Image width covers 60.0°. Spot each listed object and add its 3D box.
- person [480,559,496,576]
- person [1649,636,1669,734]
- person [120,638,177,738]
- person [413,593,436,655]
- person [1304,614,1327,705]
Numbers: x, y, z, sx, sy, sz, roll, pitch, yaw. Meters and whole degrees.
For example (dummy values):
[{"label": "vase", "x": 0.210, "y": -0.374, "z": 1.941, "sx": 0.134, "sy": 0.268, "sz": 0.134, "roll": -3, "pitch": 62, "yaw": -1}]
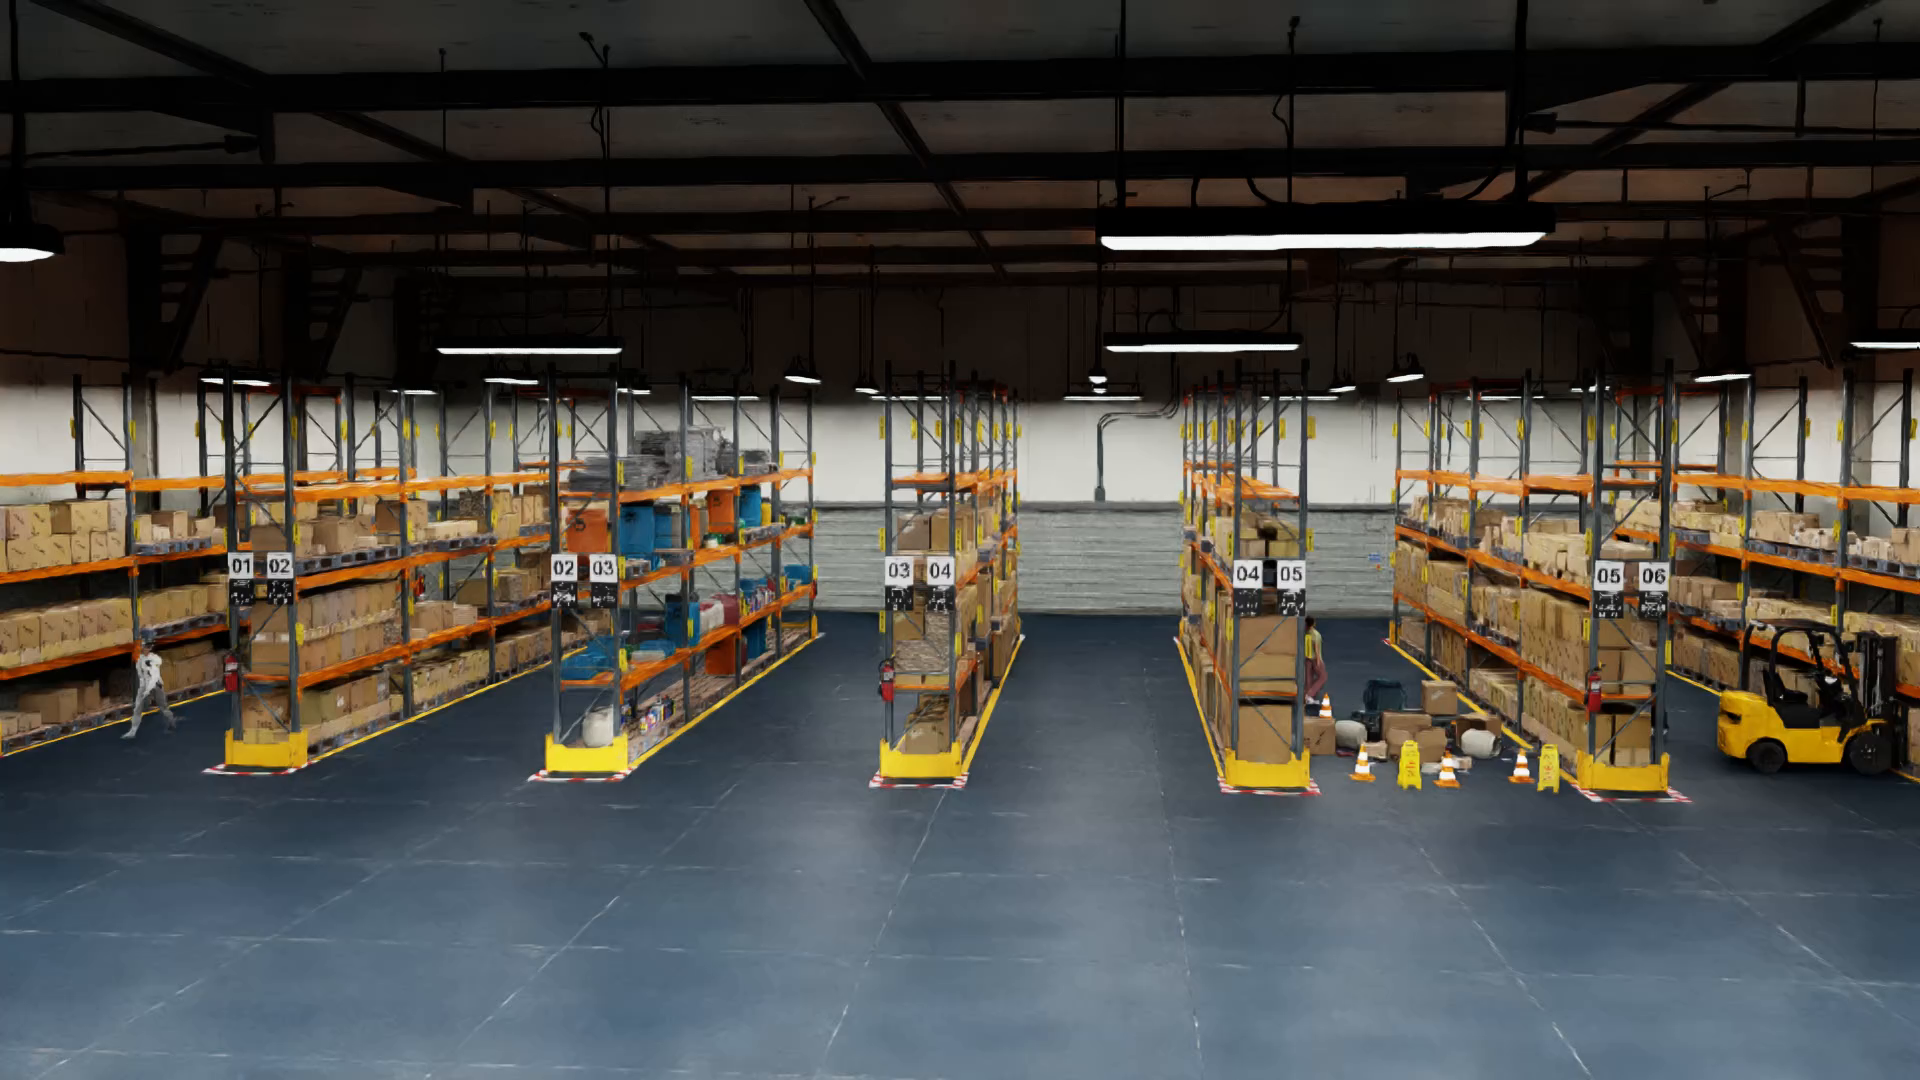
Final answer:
[{"label": "person", "x": -12.077, "y": 1.307, "z": 42.764, "sx": 0.591, "sy": 1.657, "sz": 1.042, "roll": 0, "pitch": 4, "yaw": 4}, {"label": "person", "x": 11.473, "y": 2.385, "z": 27.478, "sx": 0.527, "sy": 1.592, "sz": 0.522, "roll": 3, "pitch": 5, "yaw": 37}, {"label": "person", "x": -13.211, "y": 2.391, "z": 27.114, "sx": 0.482, "sy": 1.621, "sz": 0.997, "roll": 1, "pitch": 4, "yaw": 14}, {"label": "person", "x": -11.255, "y": 1.909, "z": 34.973, "sx": 0.625, "sy": 1.607, "sz": 0.582, "roll": 0, "pitch": 4, "yaw": 3}, {"label": "person", "x": 6.397, "y": 2.179, "z": 30.221, "sx": 0.432, "sy": 1.670, "sz": 0.503, "roll": -2, "pitch": 4, "yaw": -24}]
